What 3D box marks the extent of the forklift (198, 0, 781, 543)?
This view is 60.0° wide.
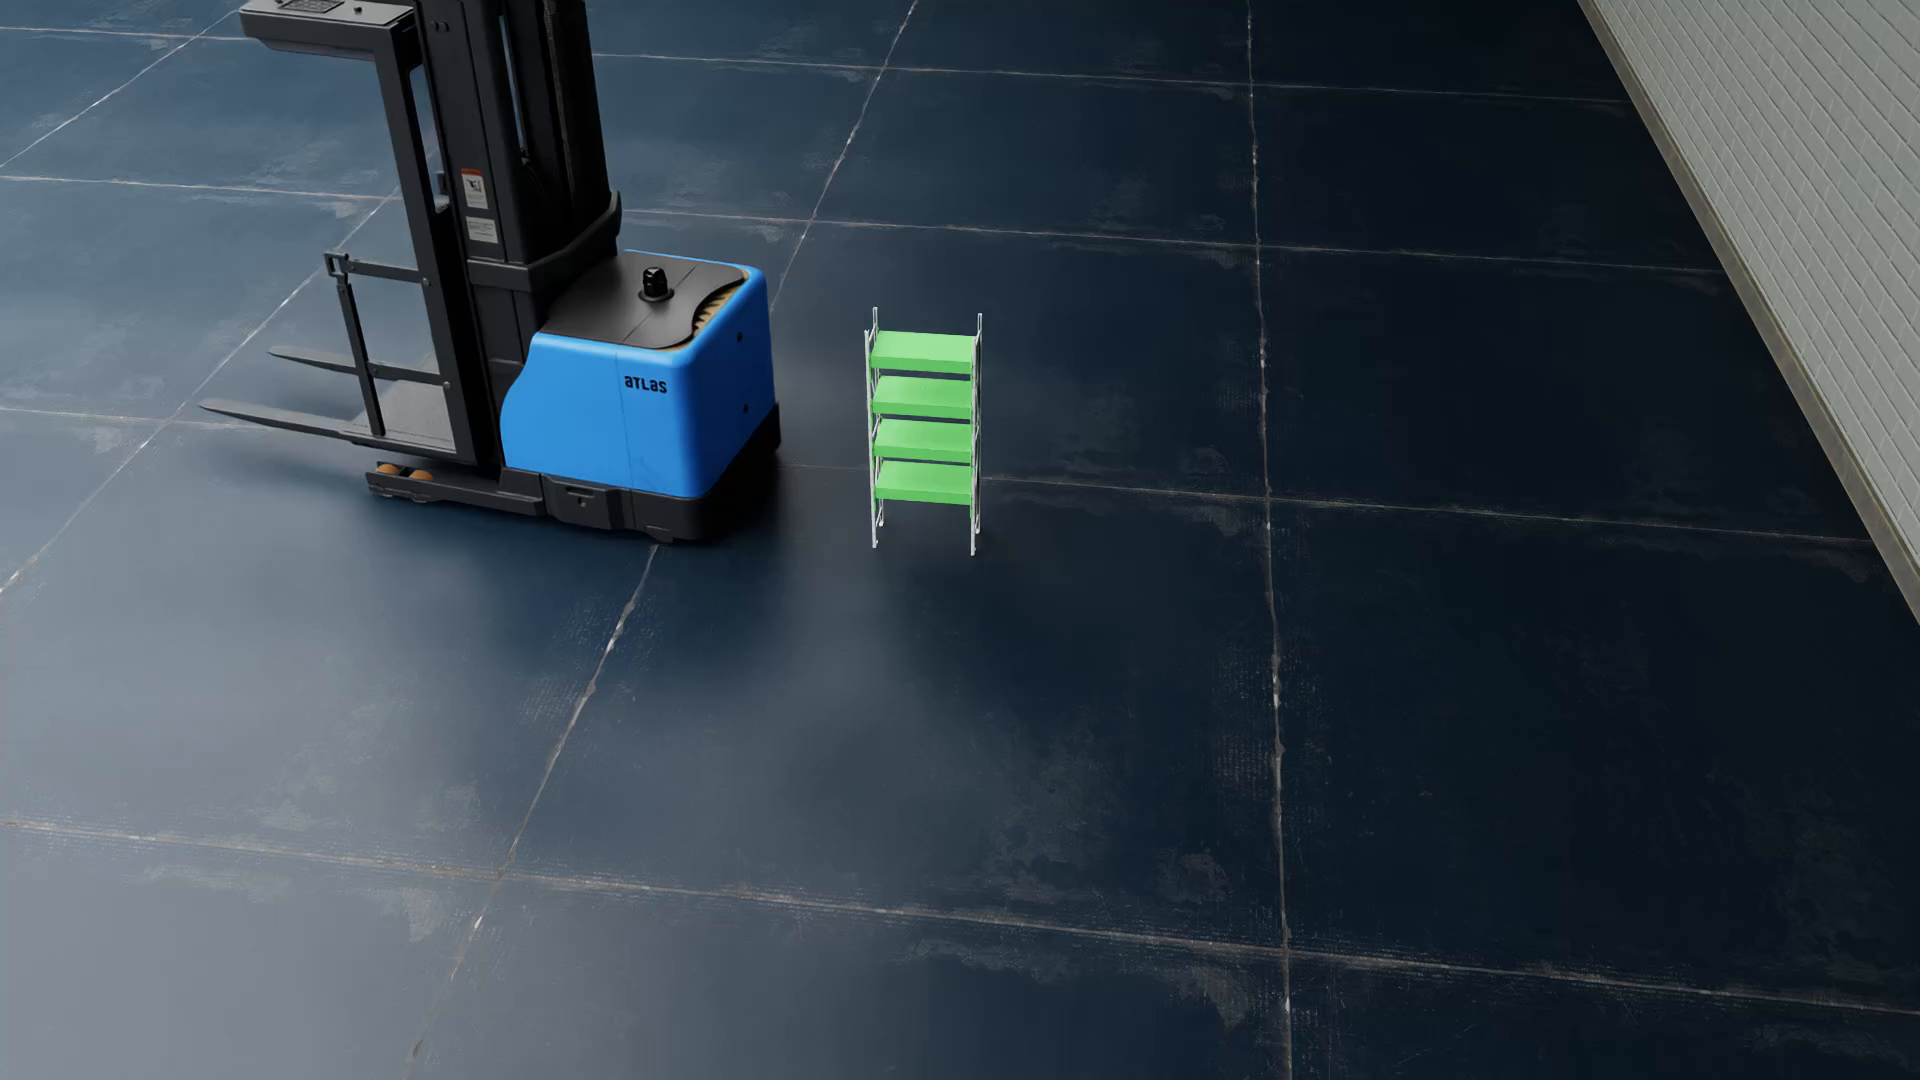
[{"bbox_3d":[-2.529,-1.663,8.058,3.031,2.935,1.130,10,37,14],"label":"forklift"}]

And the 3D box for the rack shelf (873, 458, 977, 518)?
[{"bbox_3d":[-0.164,-0.253,8.095,0.480,0.148,0.258,4,36,6],"label":"rack shelf"}]

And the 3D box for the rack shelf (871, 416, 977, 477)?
[{"bbox_3d":[-0.164,-0.449,7.956,0.480,0.148,0.258,4,36,6],"label":"rack shelf"}]

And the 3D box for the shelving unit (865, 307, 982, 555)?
[{"bbox_3d":[-0.164,-0.501,7.919,0.503,1.200,0.258,4,36,6],"label":"shelving unit"}]

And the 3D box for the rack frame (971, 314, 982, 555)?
[{"bbox_3d":[0.078,-0.483,7.893,0.015,1.200,0.240,4,36,6],"label":"rack frame"}]

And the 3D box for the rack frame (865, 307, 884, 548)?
[{"bbox_3d":[-0.406,-0.519,7.944,0.015,1.200,0.240,4,36,6],"label":"rack frame"}]

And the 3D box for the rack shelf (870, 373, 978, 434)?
[{"bbox_3d":[-0.164,-0.644,7.816,0.480,0.148,0.258,4,36,6],"label":"rack shelf"}]

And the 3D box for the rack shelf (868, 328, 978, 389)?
[{"bbox_3d":[-0.164,-0.839,7.677,0.480,0.148,0.258,4,36,6],"label":"rack shelf"}]
